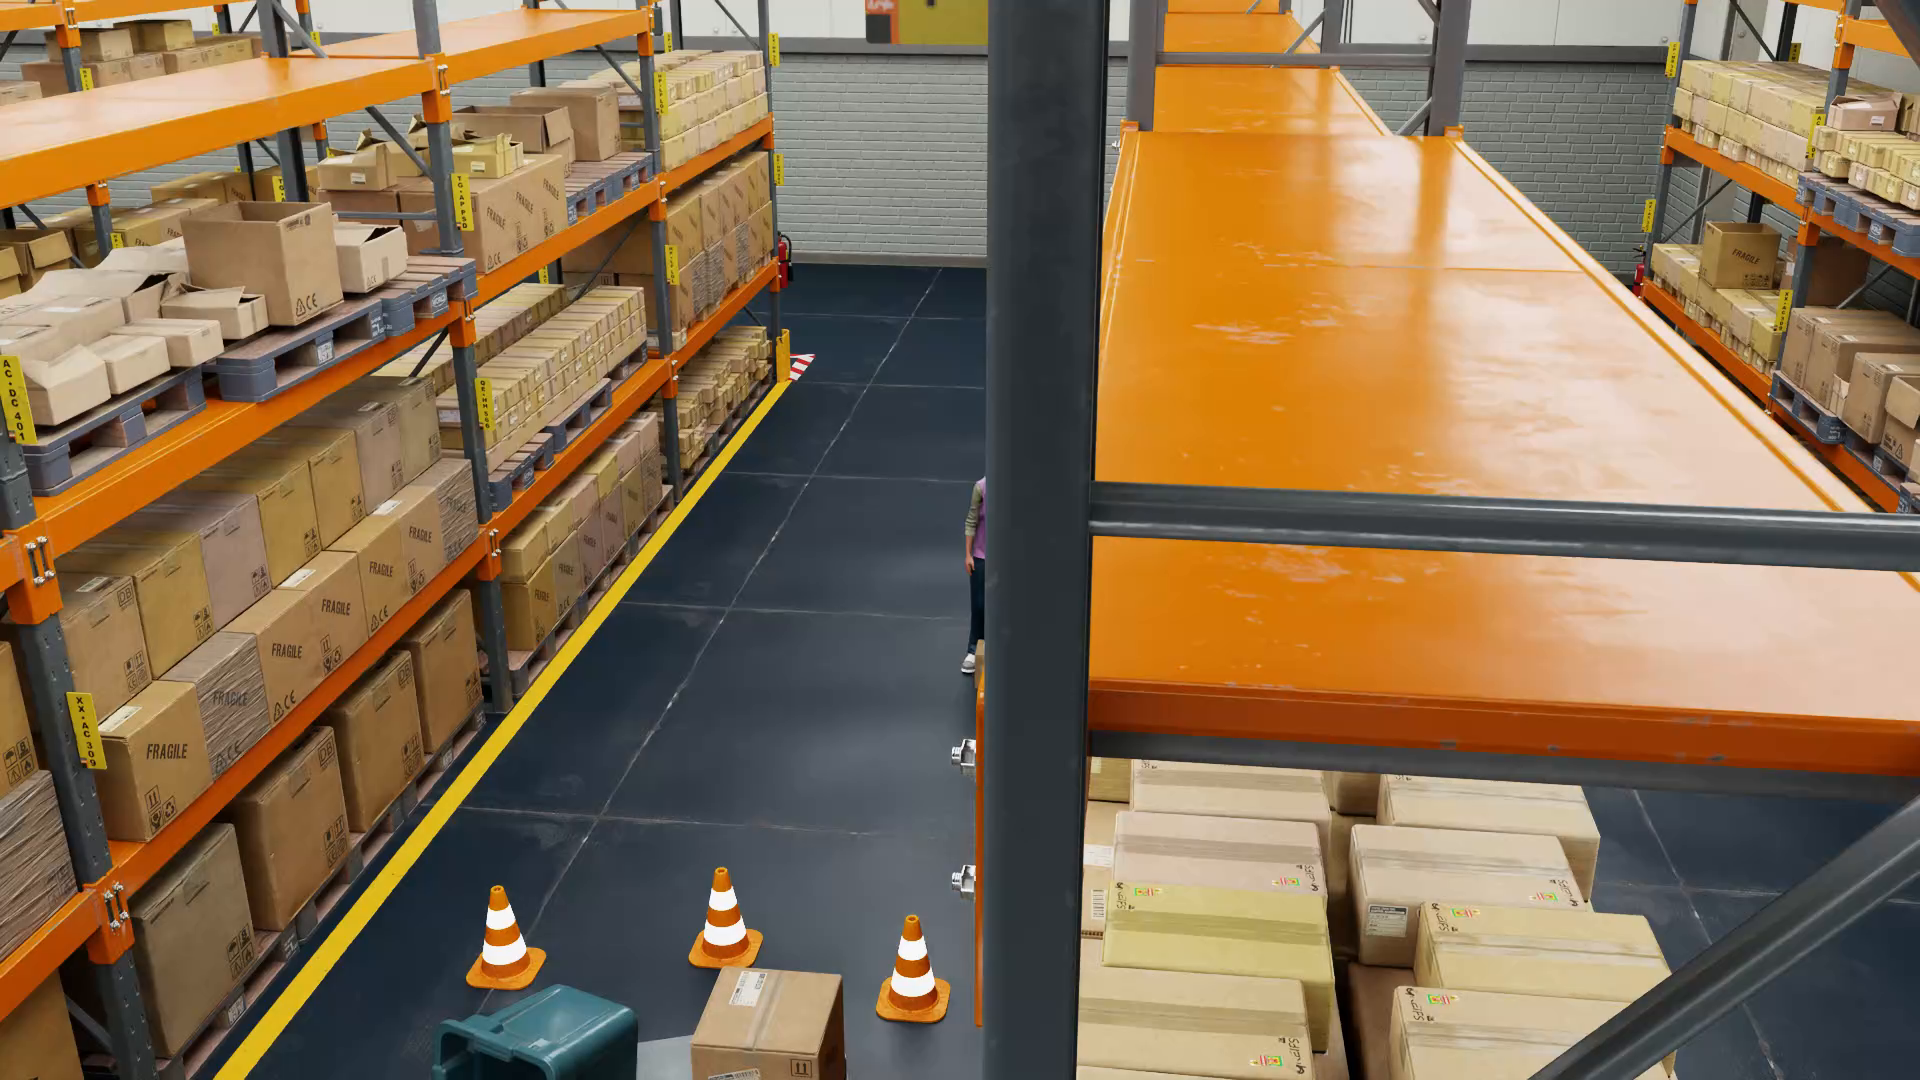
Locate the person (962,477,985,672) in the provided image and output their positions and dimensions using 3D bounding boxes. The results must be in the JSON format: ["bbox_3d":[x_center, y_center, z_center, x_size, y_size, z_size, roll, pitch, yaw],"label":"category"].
[{"bbox_3d":[0.255,0.128,11.154,0.476,1.592,0.346,1,22,3],"label":"person"}]
